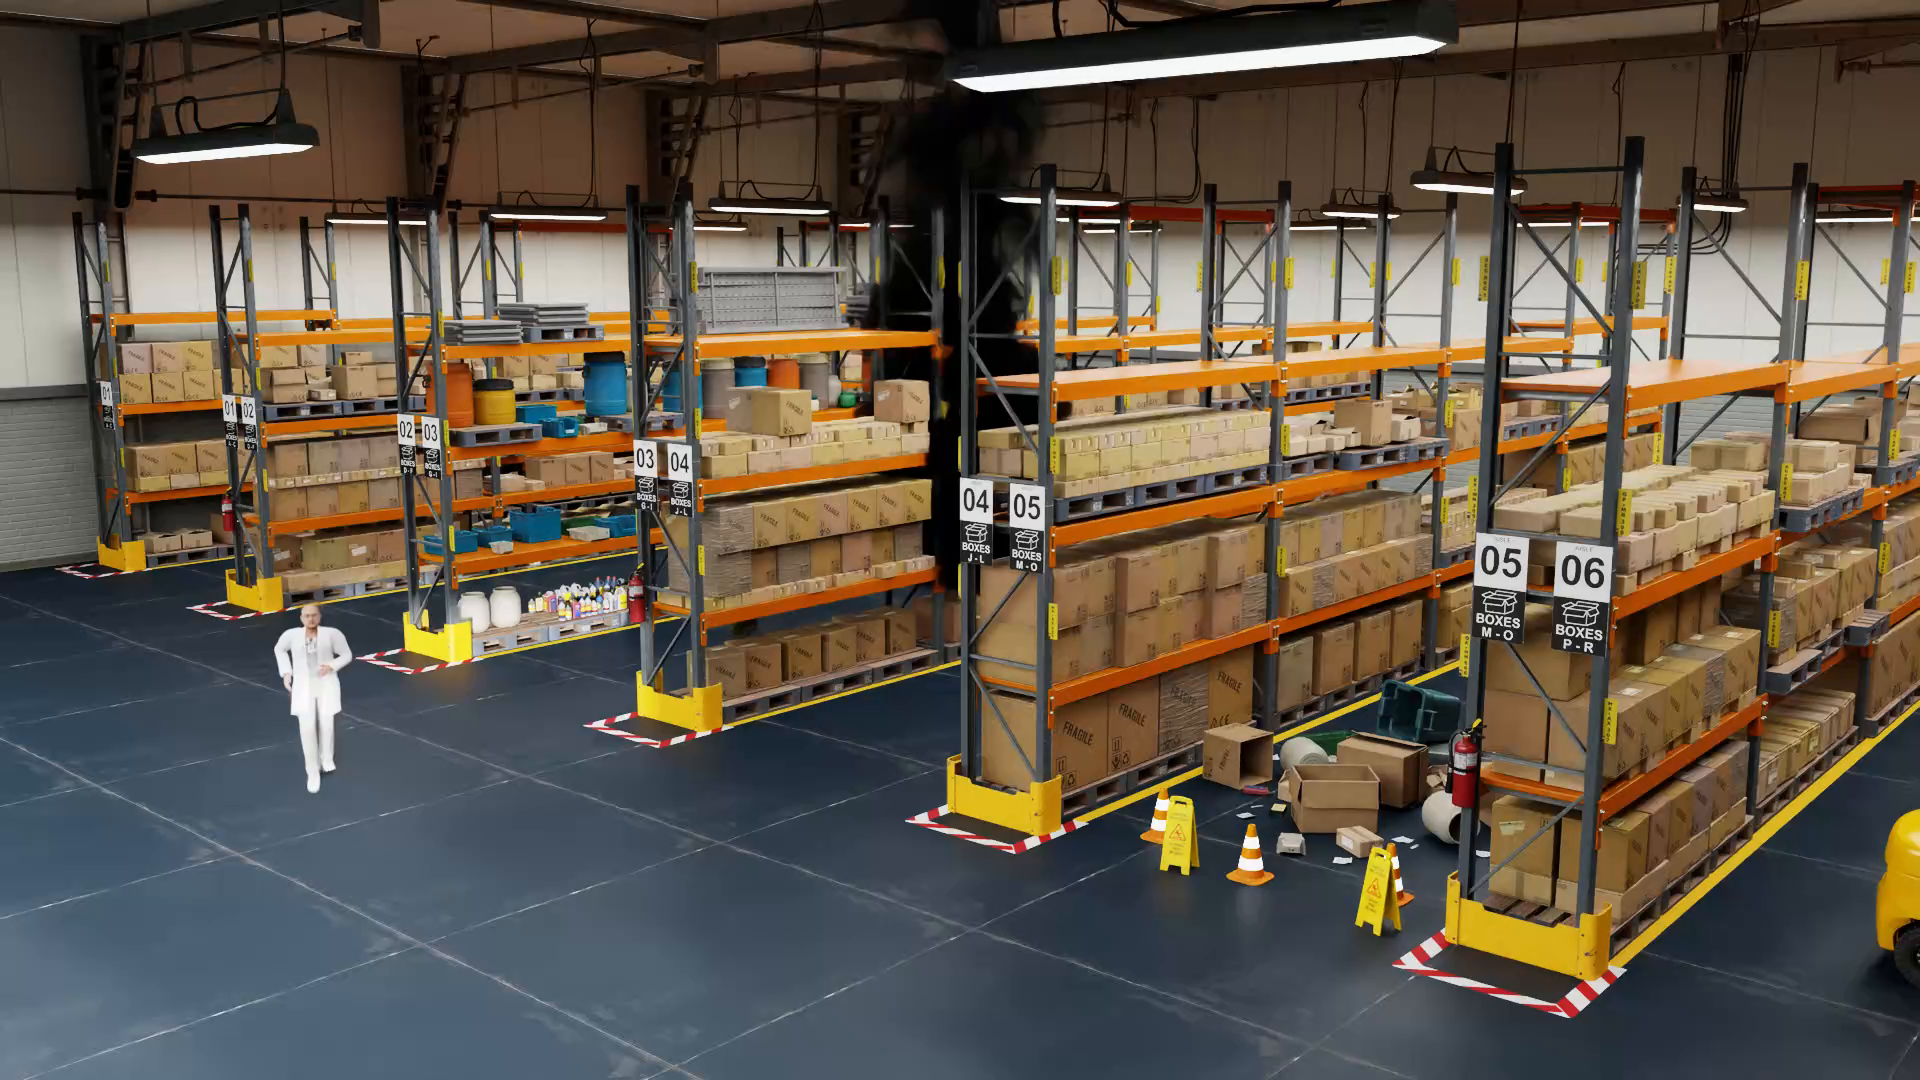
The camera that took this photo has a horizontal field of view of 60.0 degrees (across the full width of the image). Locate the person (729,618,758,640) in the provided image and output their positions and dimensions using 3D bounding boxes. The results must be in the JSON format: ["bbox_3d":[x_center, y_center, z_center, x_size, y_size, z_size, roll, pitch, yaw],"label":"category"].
[{"bbox_3d":[-2.876,0.466,21.503,0.685,1.903,0.770,8,12,38],"label":"person"}]

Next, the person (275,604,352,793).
[{"bbox_3d":[-6.452,1.538,16.660,0.719,1.840,0.840,-4,10,-21],"label":"person"}]

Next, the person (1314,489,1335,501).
[{"bbox_3d":[5.751,-0.062,26.214,0.636,1.815,0.844,7,12,35],"label":"person"}]
